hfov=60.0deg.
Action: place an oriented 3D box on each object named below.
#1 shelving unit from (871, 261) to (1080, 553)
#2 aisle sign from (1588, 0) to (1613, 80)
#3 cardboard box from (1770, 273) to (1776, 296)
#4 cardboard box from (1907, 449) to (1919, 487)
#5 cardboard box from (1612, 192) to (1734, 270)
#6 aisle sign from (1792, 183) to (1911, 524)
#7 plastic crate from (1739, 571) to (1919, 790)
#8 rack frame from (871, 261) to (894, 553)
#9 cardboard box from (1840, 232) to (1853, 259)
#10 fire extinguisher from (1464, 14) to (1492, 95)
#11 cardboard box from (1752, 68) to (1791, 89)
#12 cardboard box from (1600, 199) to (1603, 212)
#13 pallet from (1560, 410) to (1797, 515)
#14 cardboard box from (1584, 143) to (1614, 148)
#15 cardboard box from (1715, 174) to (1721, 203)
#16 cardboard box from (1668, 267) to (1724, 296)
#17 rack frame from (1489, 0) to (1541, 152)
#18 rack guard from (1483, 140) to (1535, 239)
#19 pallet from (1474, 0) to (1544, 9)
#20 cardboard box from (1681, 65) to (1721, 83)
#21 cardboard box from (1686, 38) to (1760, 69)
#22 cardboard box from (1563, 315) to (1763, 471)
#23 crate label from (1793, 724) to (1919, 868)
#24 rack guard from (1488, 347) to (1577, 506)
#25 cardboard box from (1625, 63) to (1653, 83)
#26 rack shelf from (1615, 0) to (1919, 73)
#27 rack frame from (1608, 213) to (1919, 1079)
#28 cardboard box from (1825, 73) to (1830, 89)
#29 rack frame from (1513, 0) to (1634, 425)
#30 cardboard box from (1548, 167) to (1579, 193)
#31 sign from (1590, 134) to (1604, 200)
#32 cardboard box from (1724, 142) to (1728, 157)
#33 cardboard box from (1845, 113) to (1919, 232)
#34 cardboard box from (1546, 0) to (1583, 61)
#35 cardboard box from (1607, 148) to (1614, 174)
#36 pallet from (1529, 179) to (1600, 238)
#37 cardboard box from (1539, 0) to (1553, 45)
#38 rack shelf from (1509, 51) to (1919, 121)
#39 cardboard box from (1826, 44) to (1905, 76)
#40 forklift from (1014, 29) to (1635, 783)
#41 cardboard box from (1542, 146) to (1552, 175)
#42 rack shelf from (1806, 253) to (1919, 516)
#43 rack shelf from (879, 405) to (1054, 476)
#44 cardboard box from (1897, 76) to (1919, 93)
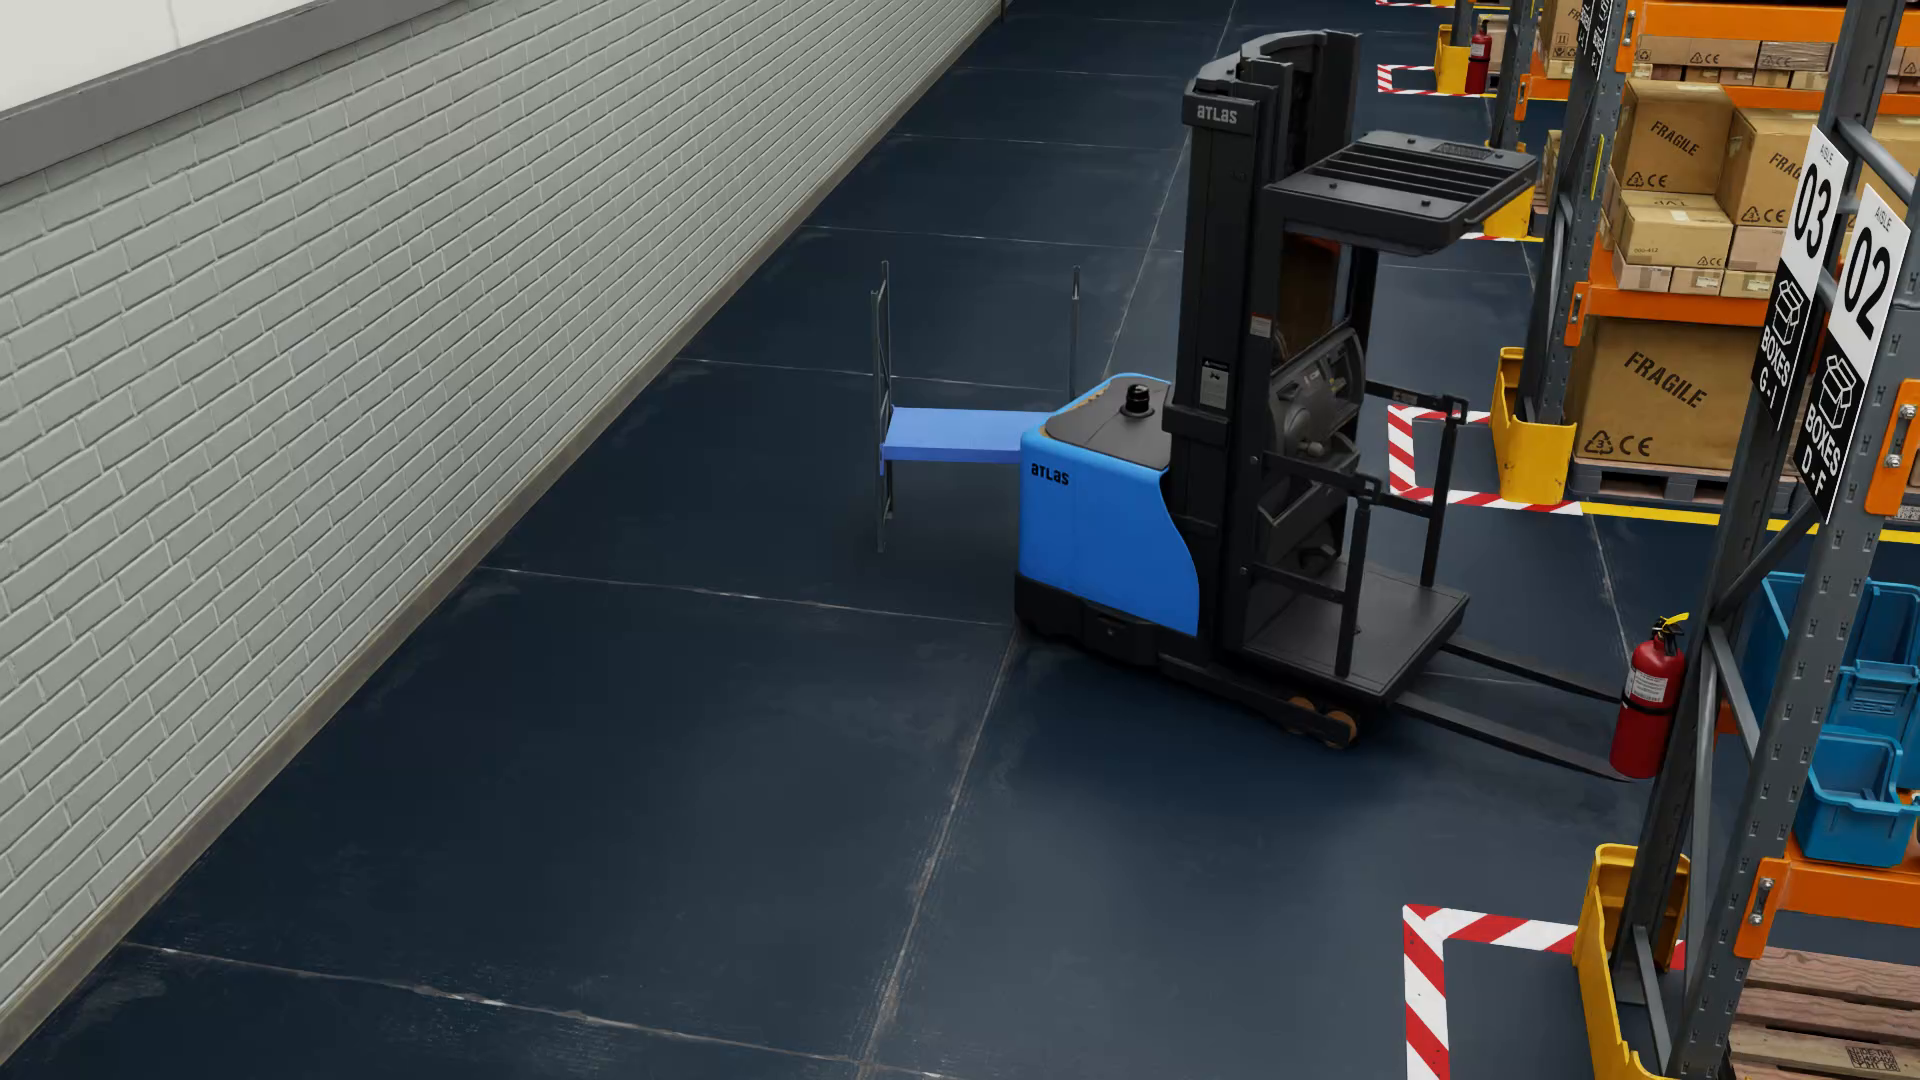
[{"bbox_3d":[0.090,-0.687,8.944,1.048,1.500,0.538,2,29,4],"label":"shelving unit"},{"bbox_3d":[3.324,-2.804,8.541,0.004,0.787,0.394,6,29,11],"label":"aisle sign"},{"bbox_3d":[4.492,-1.420,8.982,0.250,0.149,0.380,5,29,10],"label":"cardboard box"},{"bbox_3d":[5.860,-0.842,9.440,0.875,0.875,0.875,6,29,11],"label":"cardboard box"},{"bbox_3d":[3.870,-1.687,9.054,0.500,0.250,0.500,5,29,9],"label":"cardboard box"},{"bbox_3d":[2.290,-0.479,4.295,0.004,0.787,0.394,6,29,11],"label":"aisle sign"},{"bbox_3d":[2.789,0.433,5.237,0.499,0.435,0.616,6,29,11],"label":"plastic crate"},{"bbox_3d":[-0.416,-0.707,8.979,0.032,1.500,0.500,2,29,4],"label":"rack frame"},{"bbox_3d":[4.870,-1.586,8.870,0.500,0.250,0.500,5,29,9],"label":"cardboard box"},{"bbox_3d":[4.441,-4.161,14.196,0.183,0.674,0.296,6,29,11],"label":"fire extinguisher"},{"bbox_3d":[6.376,-3.687,13.123,0.250,0.149,0.380,7,29,12],"label":"cardboard box"},{"bbox_3d":[5.310,-2.860,13.881,0.250,0.149,0.380,6,29,10],"label":"cardboard box"},{"bbox_3d":[4.255,-0.531,10.000,1.213,0.211,1.003,6,29,11],"label":"pallet"},{"bbox_3d":[5.396,-3.325,14.112,0.250,0.149,0.380,6,29,12],"label":"cardboard box"},{"bbox_3d":[4.482,-1.887,9.419,0.500,0.250,0.500,5,29,10],"label":"cardboard box"},{"bbox_3d":[3.986,-1.471,9.076,0.250,0.149,0.380,5,29,10],"label":"cardboard box"},{"bbox_3d":[4.591,-4.116,13.645,0.127,3.000,1.000,6,29,11],"label":"rack frame"},{"bbox_3d":[4.666,-3.012,14.232,0.348,0.500,1.175,6,29,11],"label":"rack guard"},{"bbox_3d":[7.413,-7.472,22.679,1.213,0.211,1.003,6,29,11],"label":"pallet"},{"bbox_3d":[5.891,-3.761,13.258,0.250,0.149,0.380,6,29,10],"label":"cardboard box"},{"bbox_3d":[5.978,-4.019,13.054,0.500,0.500,0.500,6,29,11],"label":"cardboard box"},{"bbox_3d":[4.099,-1.023,9.770,0.875,0.875,0.875,6,29,11],"label":"cardboard box"},{"bbox_3d":[2.595,0.755,4.859,0.303,0.233,0.416,6,29,11],"label":"crate label"},{"bbox_3d":[3.433,-0.703,10.014,0.348,0.500,1.175,6,29,11],"label":"rack guard"},{"bbox_3d":[5.349,-3.762,13.259,0.250,0.149,0.380,5,29,9],"label":"cardboard box"},{"bbox_3d":[5.413,-2.597,8.495,4.000,0.370,1.077,6,29,11],"label":"rack shelf"},{"bbox_3d":[2.422,0.529,5.161,0.127,3.000,1.000,6,29,11],"label":"rack frame"},{"bbox_3d":[6.895,-3.655,13.063,0.250,0.149,0.380,5,29,10],"label":"cardboard box"},{"bbox_3d":[3.457,-1.797,9.409,0.127,3.000,1.000,6,29,11],"label":"rack frame"},{"bbox_3d":[5.050,-3.008,13.842,0.250,0.149,0.380,7,29,13],"label":"cardboard box"},{"bbox_3d":[3.335,-1.952,8.707,0.005,0.325,0.100,6,29,11],"label":"sign"},{"bbox_3d":[6.424,-3.224,13.926,0.250,0.149,0.380,5,29,9],"label":"cardboard box"},{"bbox_3d":[4.867,-1.917,8.693,0.500,0.500,0.500,5,29,9],"label":"cardboard box"},{"bbox_3d":[4.973,-4.116,13.231,0.500,0.500,0.500,7,30,13],"label":"cardboard box"},{"bbox_3d":[5.328,-3.128,13.752,0.250,0.149,0.380,6,29,11],"label":"cardboard box"},{"bbox_3d":[5.453,-2.788,14.122,1.213,0.211,1.003,6,29,11],"label":"pallet"},{"bbox_3d":[5.085,-4.367,13.689,0.500,0.500,0.500,6,29,12],"label":"cardboard box"},{"bbox_3d":[6.547,-3.600,13.452,4.000,0.370,1.077,6,29,11],"label":"rack shelf"},{"bbox_3d":[6.977,-3.909,12.852,0.500,0.500,0.500,6,29,10],"label":"cardboard box"},{"bbox_3d":[1.769,-0.633,7.353,3.031,2.935,1.130,19,34,31],"label":"forklift"},{"bbox_3d":[5.167,-3.262,14.306,0.250,0.149,0.380,5,29,9],"label":"cardboard box"},{"bbox_3d":[4.378,-0.271,4.247,4.000,0.370,1.077,6,29,11],"label":"rack shelf"},{"bbox_3d":[0.090,-0.530,9.030,1.000,0.185,0.538,2,29,4],"label":"rack shelf"},{"bbox_3d":[7.414,-3.611,12.985,0.250,0.149,0.380,5,29,9],"label":"cardboard box"}]
